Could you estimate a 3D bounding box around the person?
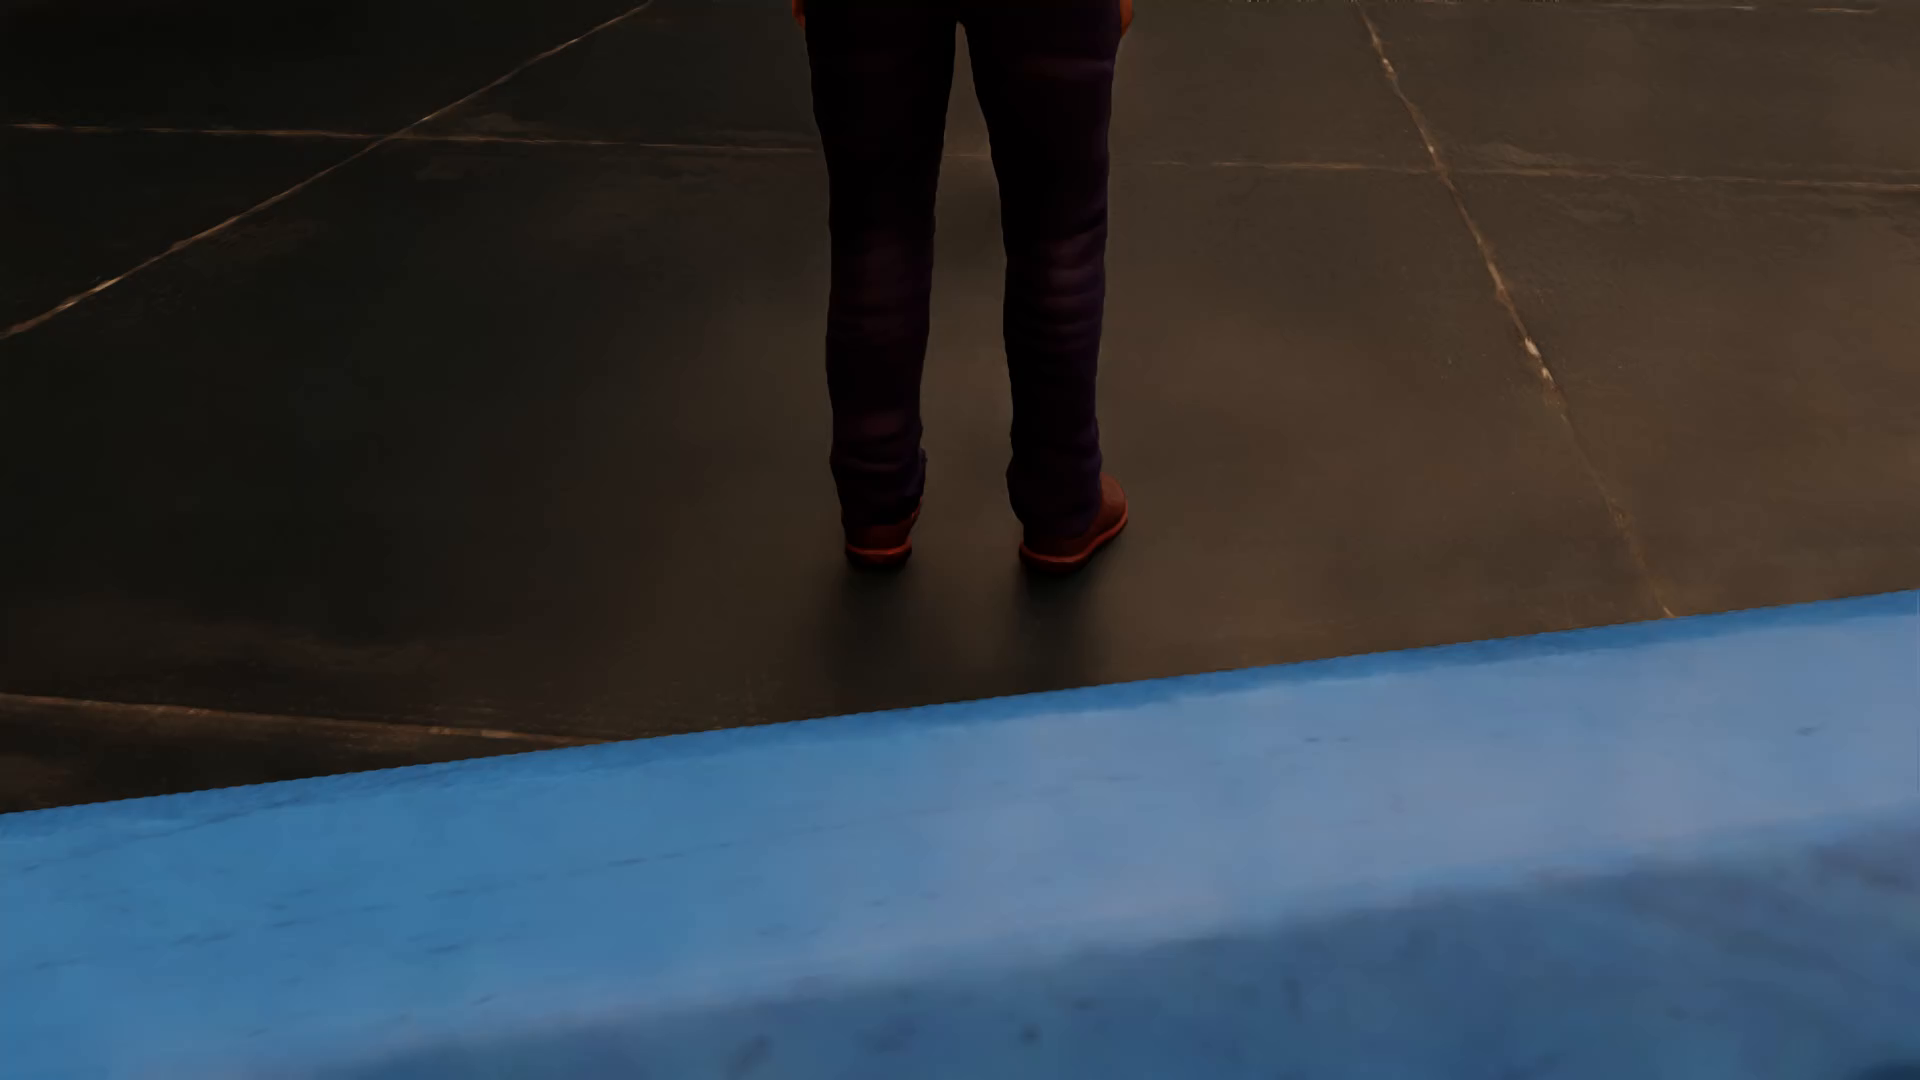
[{"bbox_3d":[0.010,-0.740,2.147,0.480,1.649,0.349,3,27,7],"label":"person"}]
